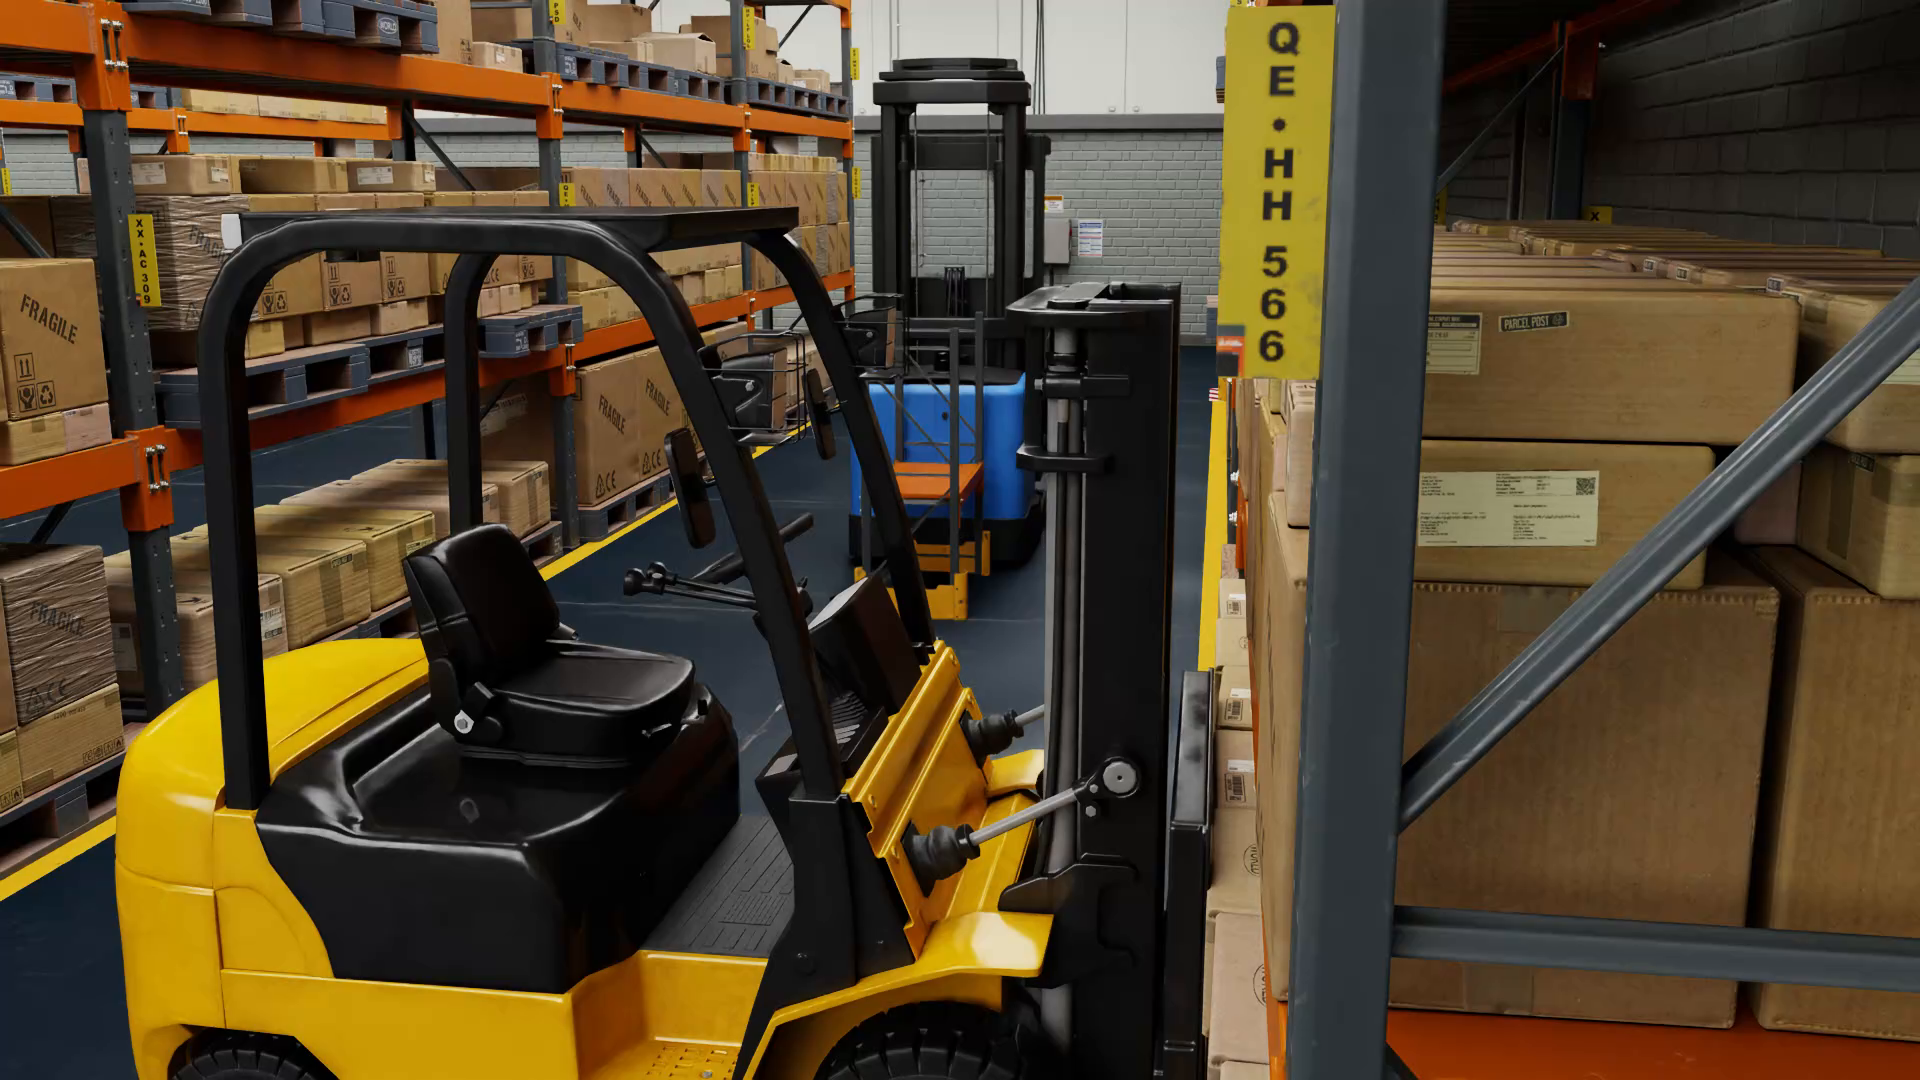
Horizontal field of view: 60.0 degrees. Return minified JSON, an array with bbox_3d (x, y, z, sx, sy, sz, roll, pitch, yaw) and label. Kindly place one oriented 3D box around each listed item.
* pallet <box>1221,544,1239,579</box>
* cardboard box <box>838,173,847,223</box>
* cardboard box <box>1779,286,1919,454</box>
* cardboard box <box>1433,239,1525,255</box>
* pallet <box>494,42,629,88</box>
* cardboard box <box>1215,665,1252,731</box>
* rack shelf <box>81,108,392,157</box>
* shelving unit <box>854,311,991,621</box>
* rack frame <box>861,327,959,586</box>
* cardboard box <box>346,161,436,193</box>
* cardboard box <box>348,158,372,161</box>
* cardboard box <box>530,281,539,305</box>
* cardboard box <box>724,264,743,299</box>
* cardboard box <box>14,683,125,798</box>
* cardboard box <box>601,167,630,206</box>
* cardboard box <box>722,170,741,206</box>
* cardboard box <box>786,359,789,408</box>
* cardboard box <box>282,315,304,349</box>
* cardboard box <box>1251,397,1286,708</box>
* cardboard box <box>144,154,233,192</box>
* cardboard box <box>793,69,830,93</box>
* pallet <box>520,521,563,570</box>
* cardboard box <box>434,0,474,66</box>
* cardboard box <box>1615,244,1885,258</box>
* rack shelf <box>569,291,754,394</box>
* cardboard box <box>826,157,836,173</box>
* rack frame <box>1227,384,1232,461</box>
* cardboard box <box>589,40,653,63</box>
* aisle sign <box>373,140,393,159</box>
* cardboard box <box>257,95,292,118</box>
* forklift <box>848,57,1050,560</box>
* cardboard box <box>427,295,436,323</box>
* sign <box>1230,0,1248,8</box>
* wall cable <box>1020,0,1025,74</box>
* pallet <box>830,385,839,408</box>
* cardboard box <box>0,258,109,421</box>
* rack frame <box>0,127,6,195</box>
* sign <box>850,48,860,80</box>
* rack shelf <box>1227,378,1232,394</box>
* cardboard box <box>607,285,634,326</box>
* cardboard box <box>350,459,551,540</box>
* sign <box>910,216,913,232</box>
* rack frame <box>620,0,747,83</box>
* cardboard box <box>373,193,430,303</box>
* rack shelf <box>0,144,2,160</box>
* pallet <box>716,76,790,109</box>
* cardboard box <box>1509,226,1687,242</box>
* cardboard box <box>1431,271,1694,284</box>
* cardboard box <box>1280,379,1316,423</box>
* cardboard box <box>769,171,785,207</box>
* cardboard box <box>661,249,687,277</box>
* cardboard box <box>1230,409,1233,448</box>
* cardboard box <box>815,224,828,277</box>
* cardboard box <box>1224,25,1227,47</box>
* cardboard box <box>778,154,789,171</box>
[{"bbox_3d":[1.883,0.264,8.768,1.003,0.211,1.213,2,12,9],"label":"pallet"},{"bbox_3d":[-1.465,-3.524,17.116,0.500,0.500,0.500,2,12,11],"label":"cardboard box"},{"bbox_3d":[1.081,-0.178,1.718,0.380,0.149,0.250,2,12,8],"label":"cardboard box"},{"bbox_3d":[0.895,-0.516,3.286,0.380,0.149,0.250,2,12,9],"label":"cardboard box"},{"bbox_3d":[-2.810,-2.939,10.340,1.213,0.211,1.003,2,12,11],"label":"pallet"},{"bbox_3d":[0.895,0.514,4.145,0.500,0.250,0.500,2,12,11],"label":"cardboard box"},{"bbox_3d":[-6.841,-3.933,16.208,1.077,0.370,4.000,2,12,9],"label":"rack shelf"},{"bbox_3d":[-0.185,-0.437,8.961,0.587,1.500,1.083,2,12,8],"label":"shelving unit"},{"bbox_3d":[-0.255,-0.329,8.460,0.500,1.500,0.032,2,12,8],"label":"rack frame"},{"bbox_3d":[-2.830,-1.796,8.229,0.380,0.149,0.250,1,12,6],"label":"cardboard box"},{"bbox_3d":[-6.436,-3.708,17.264,0.500,0.500,0.500,1,12,7],"label":"cardboard box"},{"bbox_3d":[-2.675,-1.436,9.637,0.380,0.149,0.250,2,12,11],"label":"cardboard box"},{"bbox_3d":[-2.062,-2.087,13.415,0.500,0.250,0.500,2,12,7],"label":"cardboard box"},{"bbox_3d":[-3.297,0.674,5.777,0.500,0.250,0.500,2,12,11],"label":"cardboard box"},{"bbox_3d":[-2.473,-2.165,10.811,0.500,0.500,0.500,2,12,9],"label":"cardboard box"},{"bbox_3d":[-2.062,-2.699,13.285,0.500,0.500,0.500,2,12,10],"label":"cardboard box"},{"bbox_3d":[-2.039,-1.342,14.686,0.875,0.438,0.875,2,12,8],"label":"cardboard box"},{"bbox_3d":[-3.060,-0.897,7.136,0.380,0.149,0.250,3,12,12],"label":"cardboard box"},{"bbox_3d":[0.802,0.022,3.035,0.500,0.500,0.500,2,12,8],"label":"cardboard box"},{"bbox_3d":[-6.838,-3.171,14.769,0.500,0.500,0.500,2,12,10],"label":"cardboard box"},{"bbox_3d":[-1.607,-4.645,16.931,0.500,0.250,0.500,1,12,3],"label":"cardboard box"},{"bbox_3d":[-2.979,0.096,9.546,1.003,0.211,1.213,2,12,9],"label":"pallet"},{"bbox_3d":[-3.013,-2.748,8.766,0.700,0.500,0.500,2,12,9],"label":"cardboard box"},{"bbox_3d":[1.387,-0.445,2.957,0.380,0.149,0.250,2,12,7],"label":"cardboard box"},{"bbox_3d":[-2.549,-1.494,12.014,1.077,0.370,4.000,2,12,9],"label":"rack shelf"},{"bbox_3d":[-1.456,-3.758,16.662,0.380,0.149,0.250,2,12,8],"label":"cardboard box"},{"bbox_3d":[2.663,-2.102,13.127,1.000,3.000,0.127,2,12,9],"label":"rack frame"},{"bbox_3d":[-2.384,-3.421,11.685,0.380,0.166,0.250,3,13,13],"label":"cardboard box"},{"bbox_3d":[-6.226,-4.510,18.132,0.394,0.787,0.004,2,12,9],"label":"aisle sign"},{"bbox_3d":[-6.649,-4.095,15.609,0.500,0.250,0.500,2,12,11],"label":"cardboard box"},{"bbox_3d":[0.012,-1.573,10.834,1.130,2.935,3.031,1,12,6],"label":"forklift"},{"bbox_3d":[-2.877,-1.166,8.383,0.380,0.149,0.250,2,12,9],"label":"cardboard box"},{"bbox_3d":[1.512,-3.007,8.977,0.100,0.325,0.005,2,12,9],"label":"sign"},{"bbox_3d":[-0.287,-7.196,22.523,2.355,3.000,0.029,2,12,9],"label":"wall cable"},{"bbox_3d":[-1.672,-1.563,17.244,1.003,0.211,1.213,2,12,9],"label":"pallet"},{"bbox_3d":[-3.295,-0.691,5.634,0.500,0.500,0.500,2,12,7],"label":"cardboard box"},{"bbox_3d":[-11.419,-3.416,19.224,1.000,3.000,0.127,2,12,9],"label":"rack frame"},{"bbox_3d":[-1.092,-4.935,17.238,0.100,0.325,0.005,2,12,9],"label":"sign"},{"bbox_3d":[2.356,-1.334,11.271,1.077,0.370,4.000,2,12,9],"label":"rack shelf"},{"bbox_3d":[-2.472,-1.557,10.956,0.500,0.250,0.500,2,12,7],"label":"cardboard box"},{"bbox_3d":[-2.954,-0.233,9.695,0.950,0.372,0.625,1,12,5],"label":"cardboard box"},{"bbox_3d":[-0.821,-4.416,23.222,0.327,0.218,0.001,2,12,9],"label":"sign"},{"bbox_3d":[-2.242,-5.195,13.238,1.000,3.000,0.127,2,12,9],"label":"rack frame"},{"bbox_3d":[-2.882,-1.399,7.924,0.500,0.500,0.500,1,12,6],"label":"cardboard box"},{"bbox_3d":[-11.726,-4.114,17.052,1.077,0.370,4.000,2,12,9],"label":"rack shelf"},{"bbox_3d":[-2.106,-3.855,14.352,1.003,0.211,1.213,2,12,9],"label":"pallet"},{"bbox_3d":[1.599,-0.711,4.191,0.380,0.149,0.250,2,12,8],"label":"cardboard box"},{"bbox_3d":[0.672,-0.249,2.047,0.380,0.149,0.250,2,12,9],"label":"cardboard box"},{"bbox_3d":[0.749,-0.266,2.830,0.380,0.149,0.250,1,12,7],"label":"cardboard box"},{"bbox_3d":[-1.845,-2.996,14.665,0.500,0.500,0.500,2,12,8],"label":"cardboard box"},{"bbox_3d":[-2.274,-2.014,11.888,0.500,0.250,0.500,2,12,10],"label":"cardboard box"},{"bbox_3d":[2.367,-0.992,12.913,0.500,0.500,0.500,2,12,11],"label":"cardboard box"},{"bbox_3d":[-1.601,-2.823,16.237,0.500,0.500,0.500,2,12,10],"label":"cardboard box"},{"bbox_3d":[2.184,-3.797,12.529,0.380,0.149,0.250,2,12,10],"label":"cardboard box"},{"bbox_3d":[-1.747,-3.387,14.938,0.380,0.149,0.250,2,12,7],"label":"cardboard box"}]
